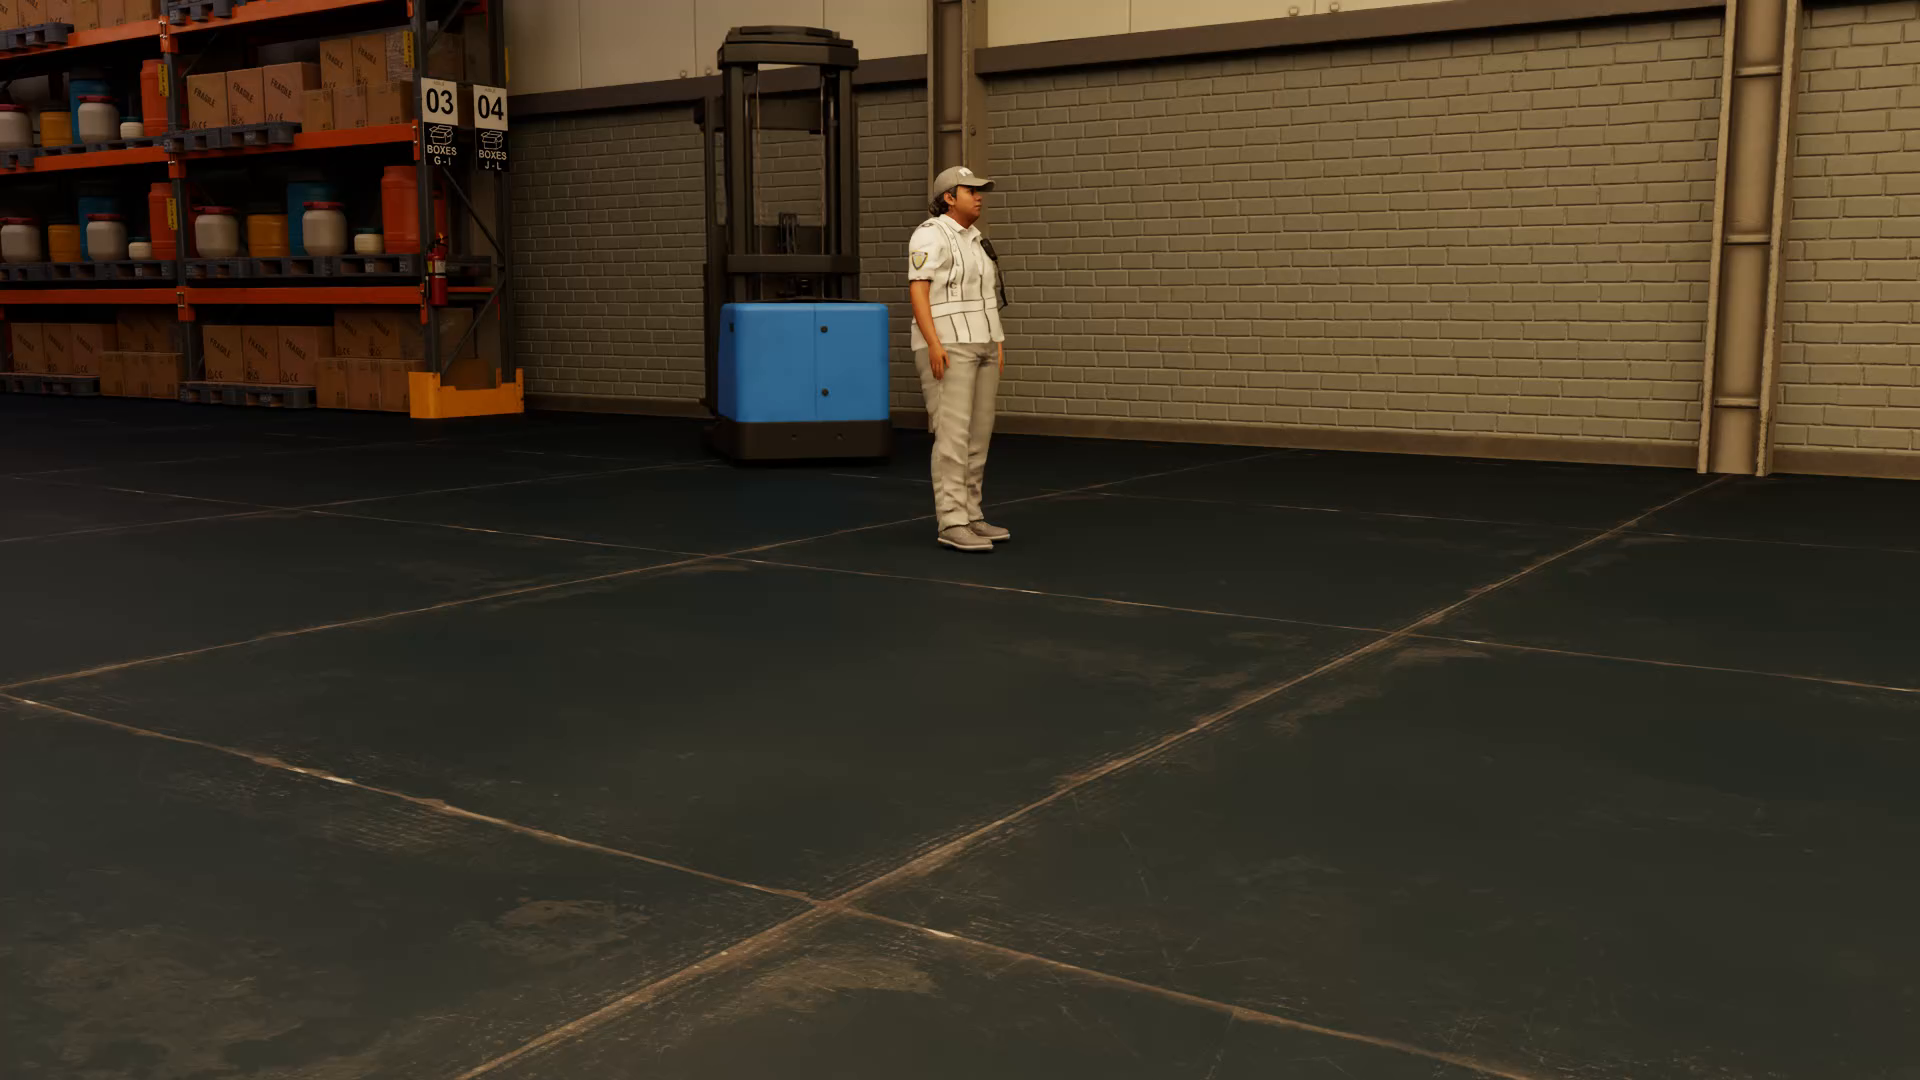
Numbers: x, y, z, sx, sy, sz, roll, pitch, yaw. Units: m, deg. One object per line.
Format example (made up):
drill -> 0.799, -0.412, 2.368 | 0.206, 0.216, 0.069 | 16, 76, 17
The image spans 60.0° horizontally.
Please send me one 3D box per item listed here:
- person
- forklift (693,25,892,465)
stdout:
person -> 0.051, -0.824, 7.425 | 0.529, 1.670, 0.599 | 5, 10, 34
forklift -> -1.326, -2.120, 12.103 | 1.130, 2.935, 3.031 | -2, 8, -15
